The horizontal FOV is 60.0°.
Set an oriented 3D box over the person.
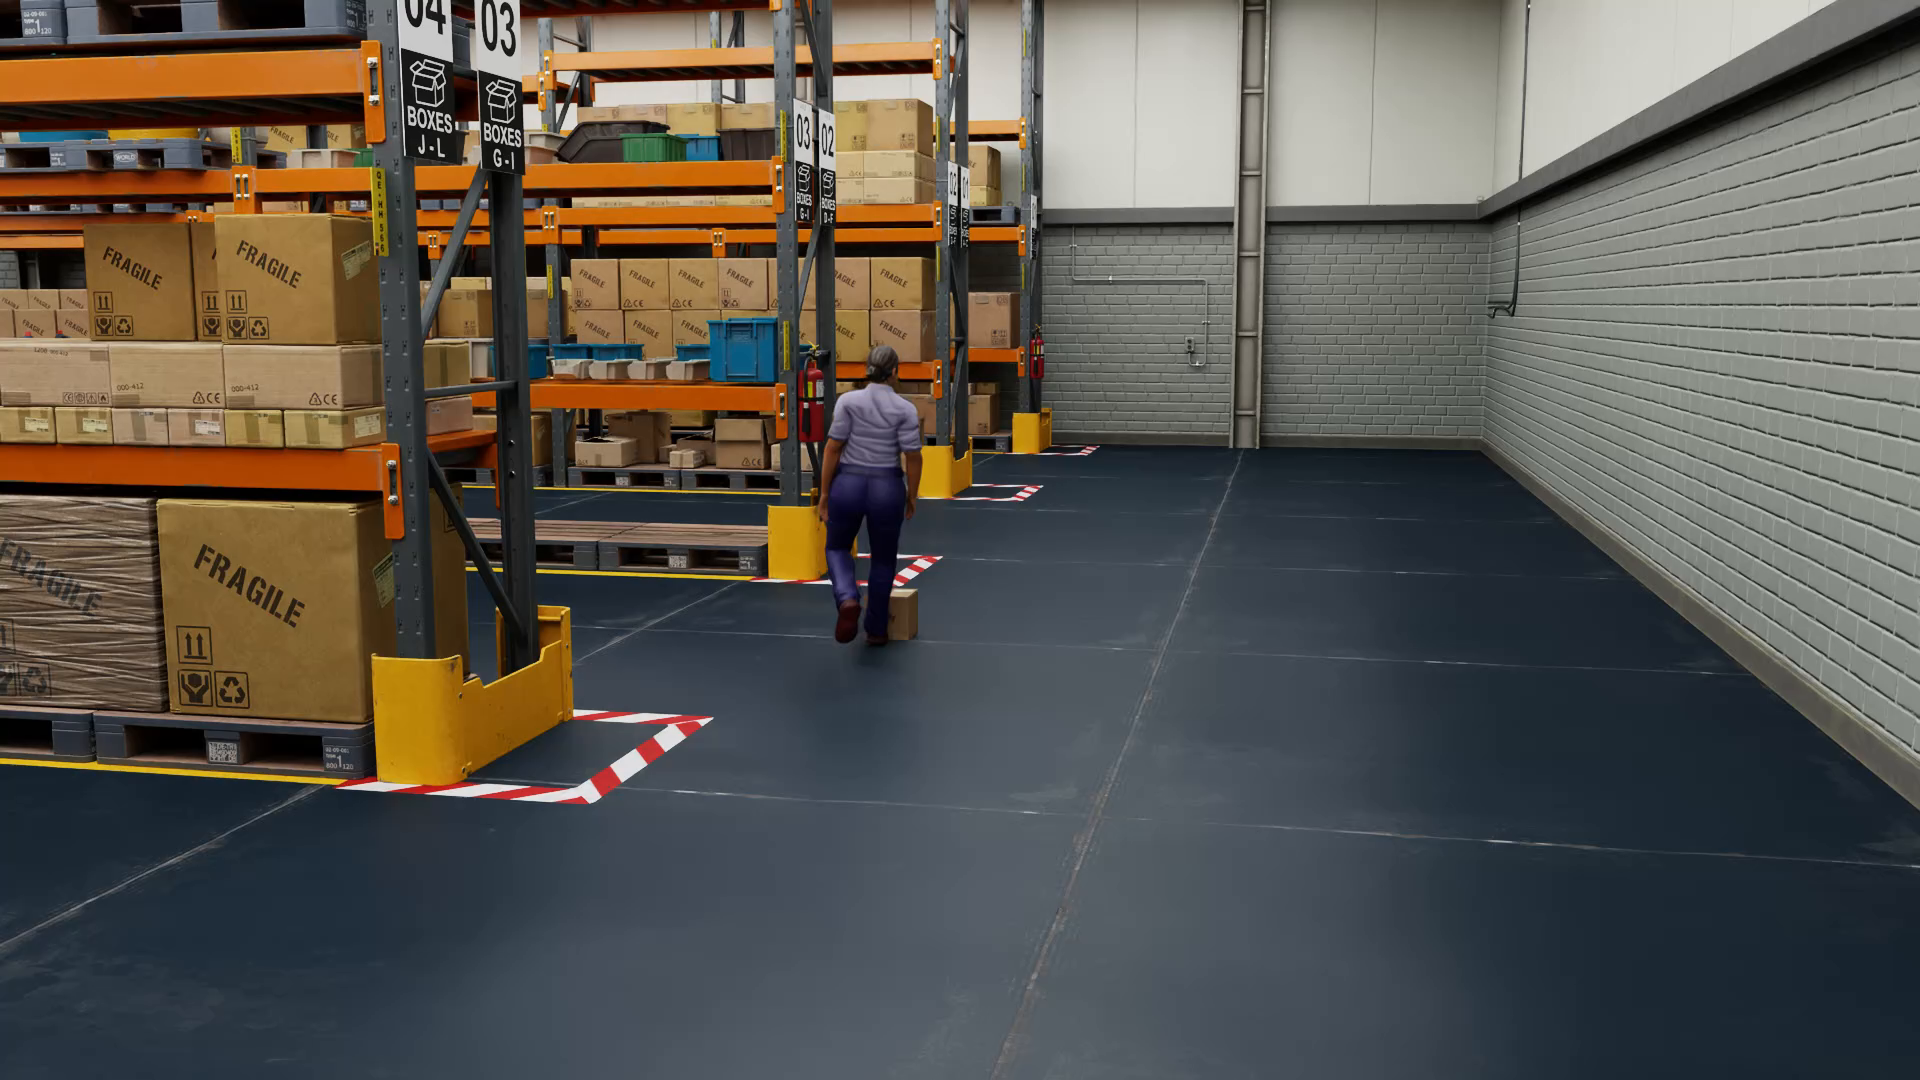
[{"bbox_3d":[-0.470,-0.220,8.924,0.550,1.625,0.623,0,8,1],"label":"person"}]
